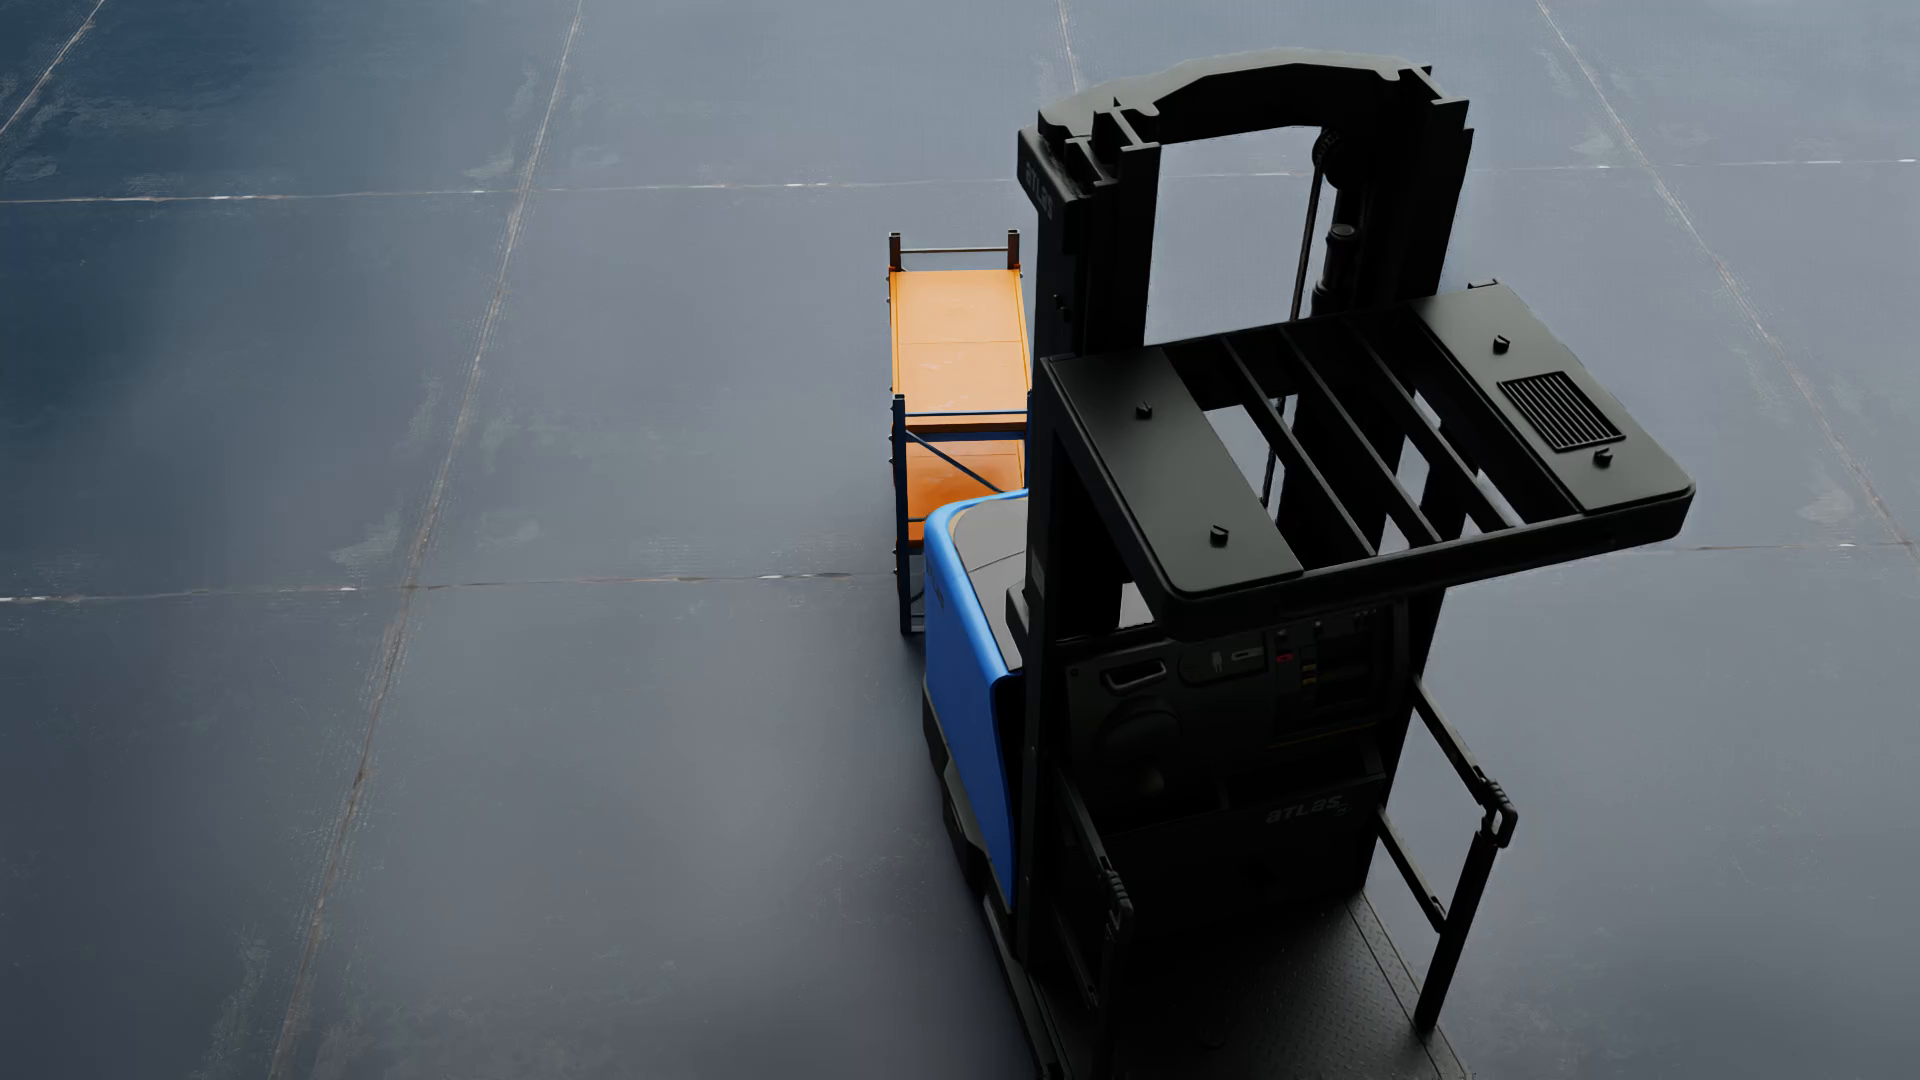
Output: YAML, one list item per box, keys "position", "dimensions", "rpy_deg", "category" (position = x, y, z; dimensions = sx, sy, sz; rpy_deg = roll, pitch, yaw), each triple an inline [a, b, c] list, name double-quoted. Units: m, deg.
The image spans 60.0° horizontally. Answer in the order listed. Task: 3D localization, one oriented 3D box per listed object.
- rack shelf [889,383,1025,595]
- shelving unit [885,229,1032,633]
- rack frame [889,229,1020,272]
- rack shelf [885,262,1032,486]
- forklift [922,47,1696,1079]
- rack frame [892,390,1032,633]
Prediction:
- position: [0.000, -0.239, 6.540]
  dimensions: [0.538, 0.278, 1.000]
  rpy_deg: [-2, 43, -2]
  category: "rack shelf"
- position: [0.000, -0.419, 6.375]
  dimensions: [0.538, 1.125, 1.048]
  rpy_deg: [-2, 43, -2]
  category: "shelving unit"
- position: [-0.022, -0.762, 6.749]
  dimensions: [0.500, 1.125, 0.032]
  rpy_deg: [-2, 43, -2]
  category: "rack frame"
- position: [0.000, -0.635, 6.177]
  dimensions: [0.538, 0.278, 1.000]
  rpy_deg: [-2, 43, -2]
  category: "rack shelf"
- position: [0.771, 0.471, 4.067]
  dimensions: [1.130, 2.935, 3.031]
  rpy_deg: [-11, 44, -12]
  category: "forklift"
- position: [0.021, -0.076, 6.000]
  dimensions: [0.500, 1.125, 0.032]
  rpy_deg: [-2, 43, -2]
  category: "rack frame"
